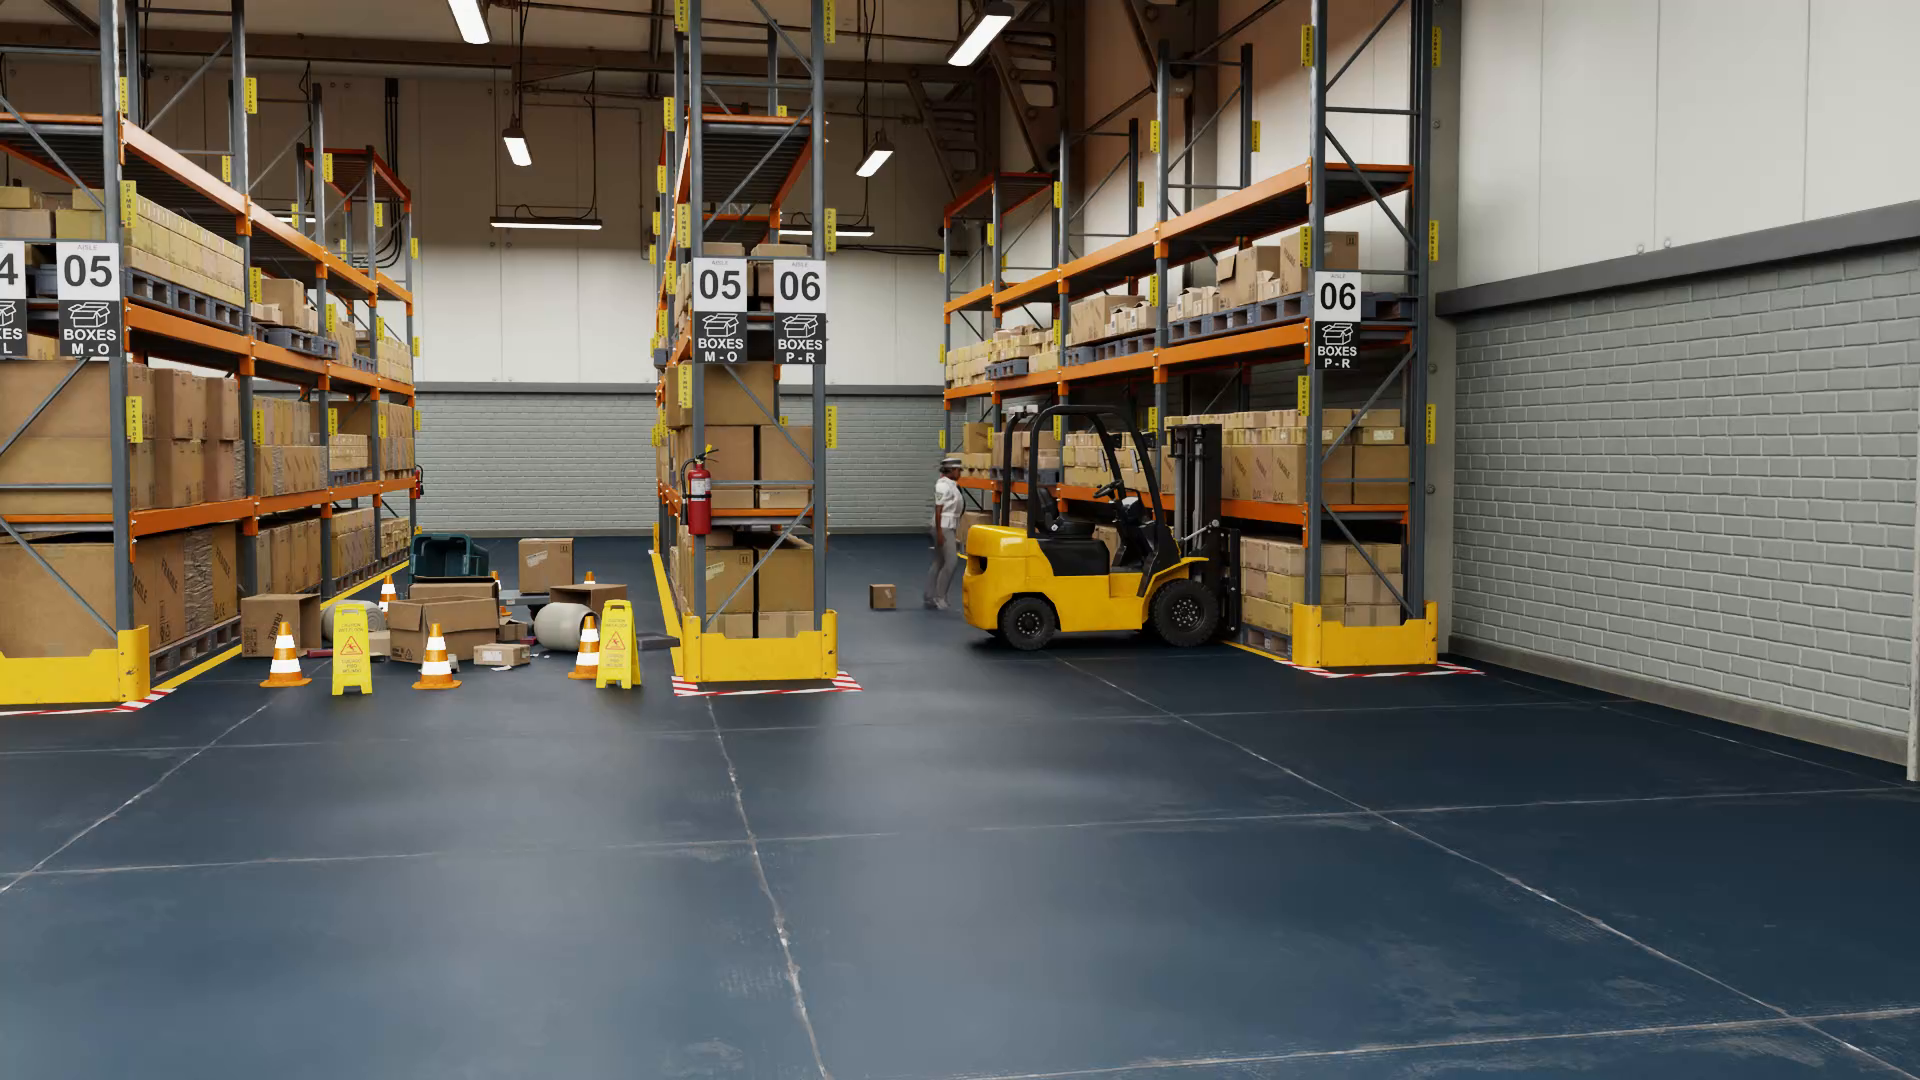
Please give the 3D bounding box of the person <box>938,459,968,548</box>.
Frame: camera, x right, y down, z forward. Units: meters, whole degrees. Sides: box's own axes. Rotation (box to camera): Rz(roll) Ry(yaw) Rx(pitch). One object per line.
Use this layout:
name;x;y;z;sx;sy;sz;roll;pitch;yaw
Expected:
person;-0.078;-0.404;18.503;0.320;0.998;0.506;1;3;14
